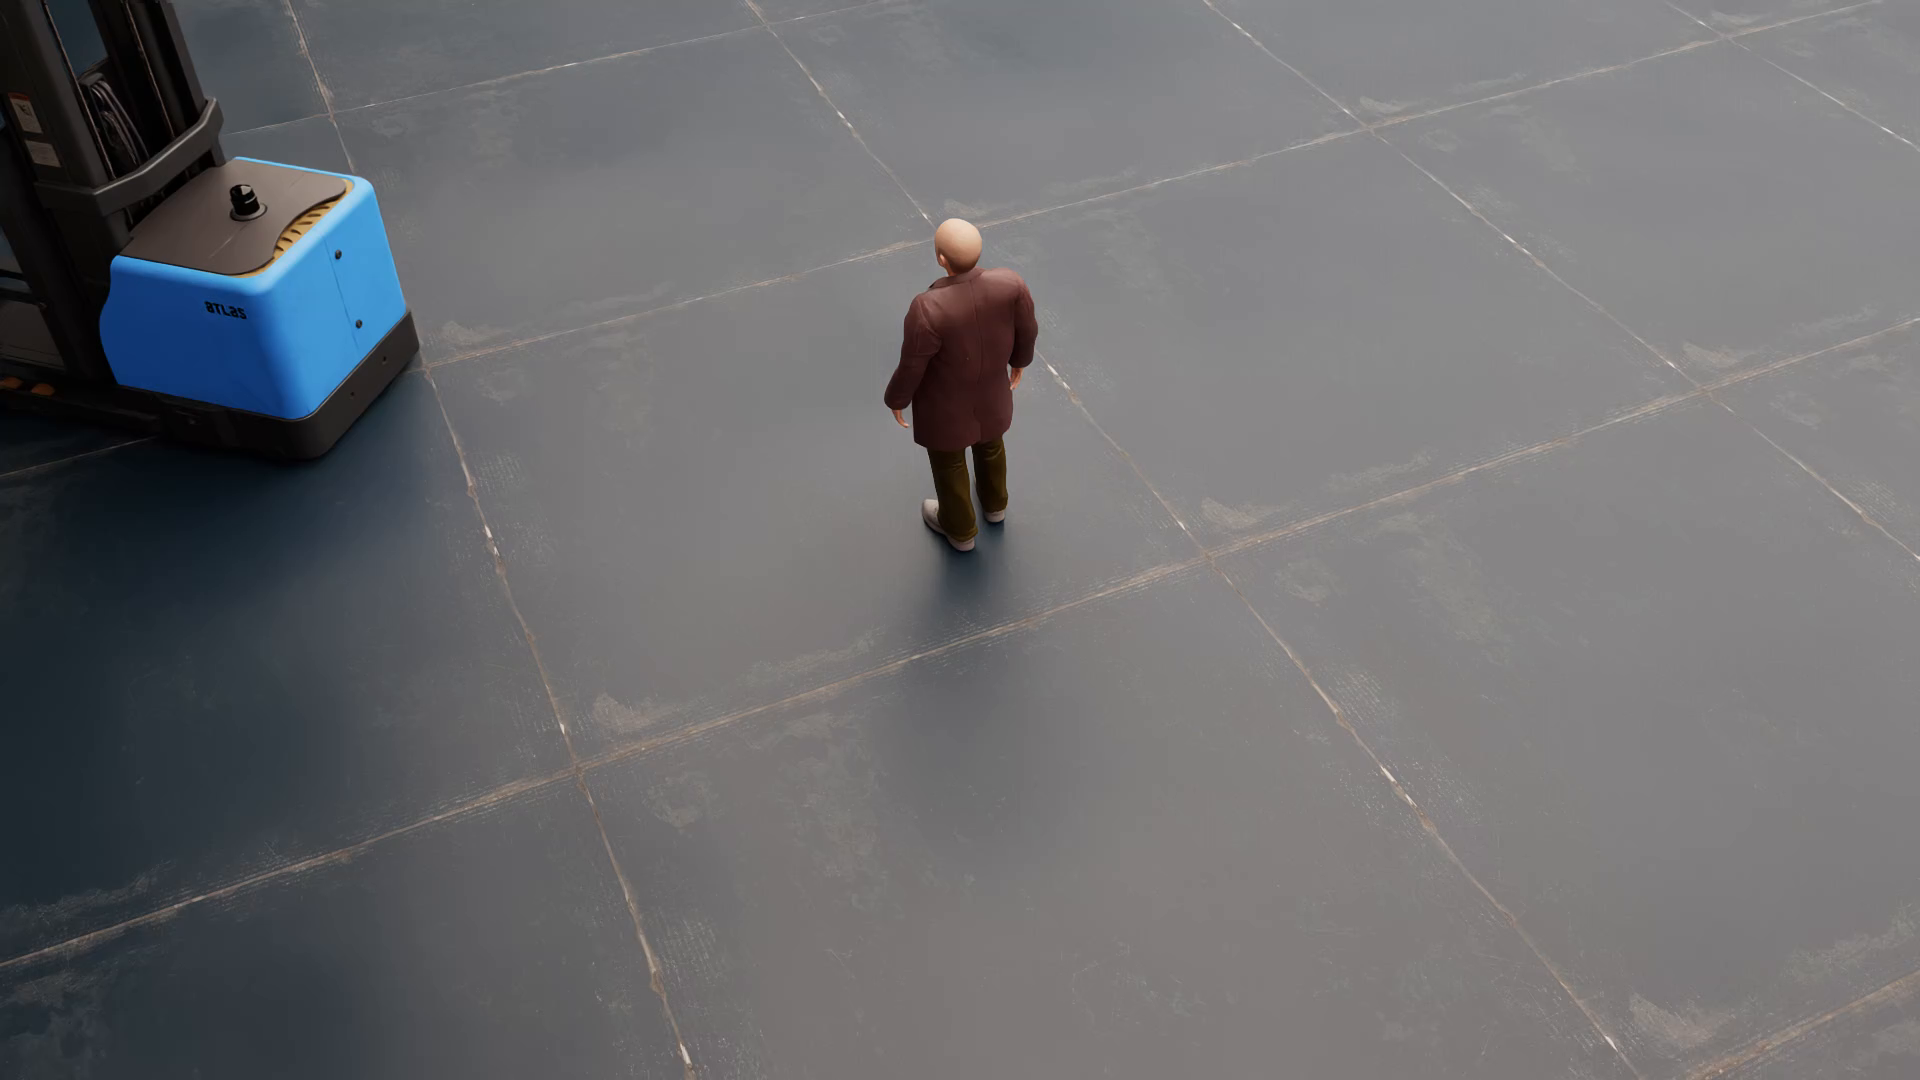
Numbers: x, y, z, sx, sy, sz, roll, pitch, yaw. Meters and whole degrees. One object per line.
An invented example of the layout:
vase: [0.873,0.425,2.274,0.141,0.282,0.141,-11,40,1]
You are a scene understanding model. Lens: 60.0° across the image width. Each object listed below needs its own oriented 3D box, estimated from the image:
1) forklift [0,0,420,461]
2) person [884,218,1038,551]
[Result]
forklift: [-4.440,-2.037,7.863,3.031,2.935,1.130,12,44,12]
person: [-0.034,-0.713,7.278,0.696,1.776,0.582,-18,46,-18]
